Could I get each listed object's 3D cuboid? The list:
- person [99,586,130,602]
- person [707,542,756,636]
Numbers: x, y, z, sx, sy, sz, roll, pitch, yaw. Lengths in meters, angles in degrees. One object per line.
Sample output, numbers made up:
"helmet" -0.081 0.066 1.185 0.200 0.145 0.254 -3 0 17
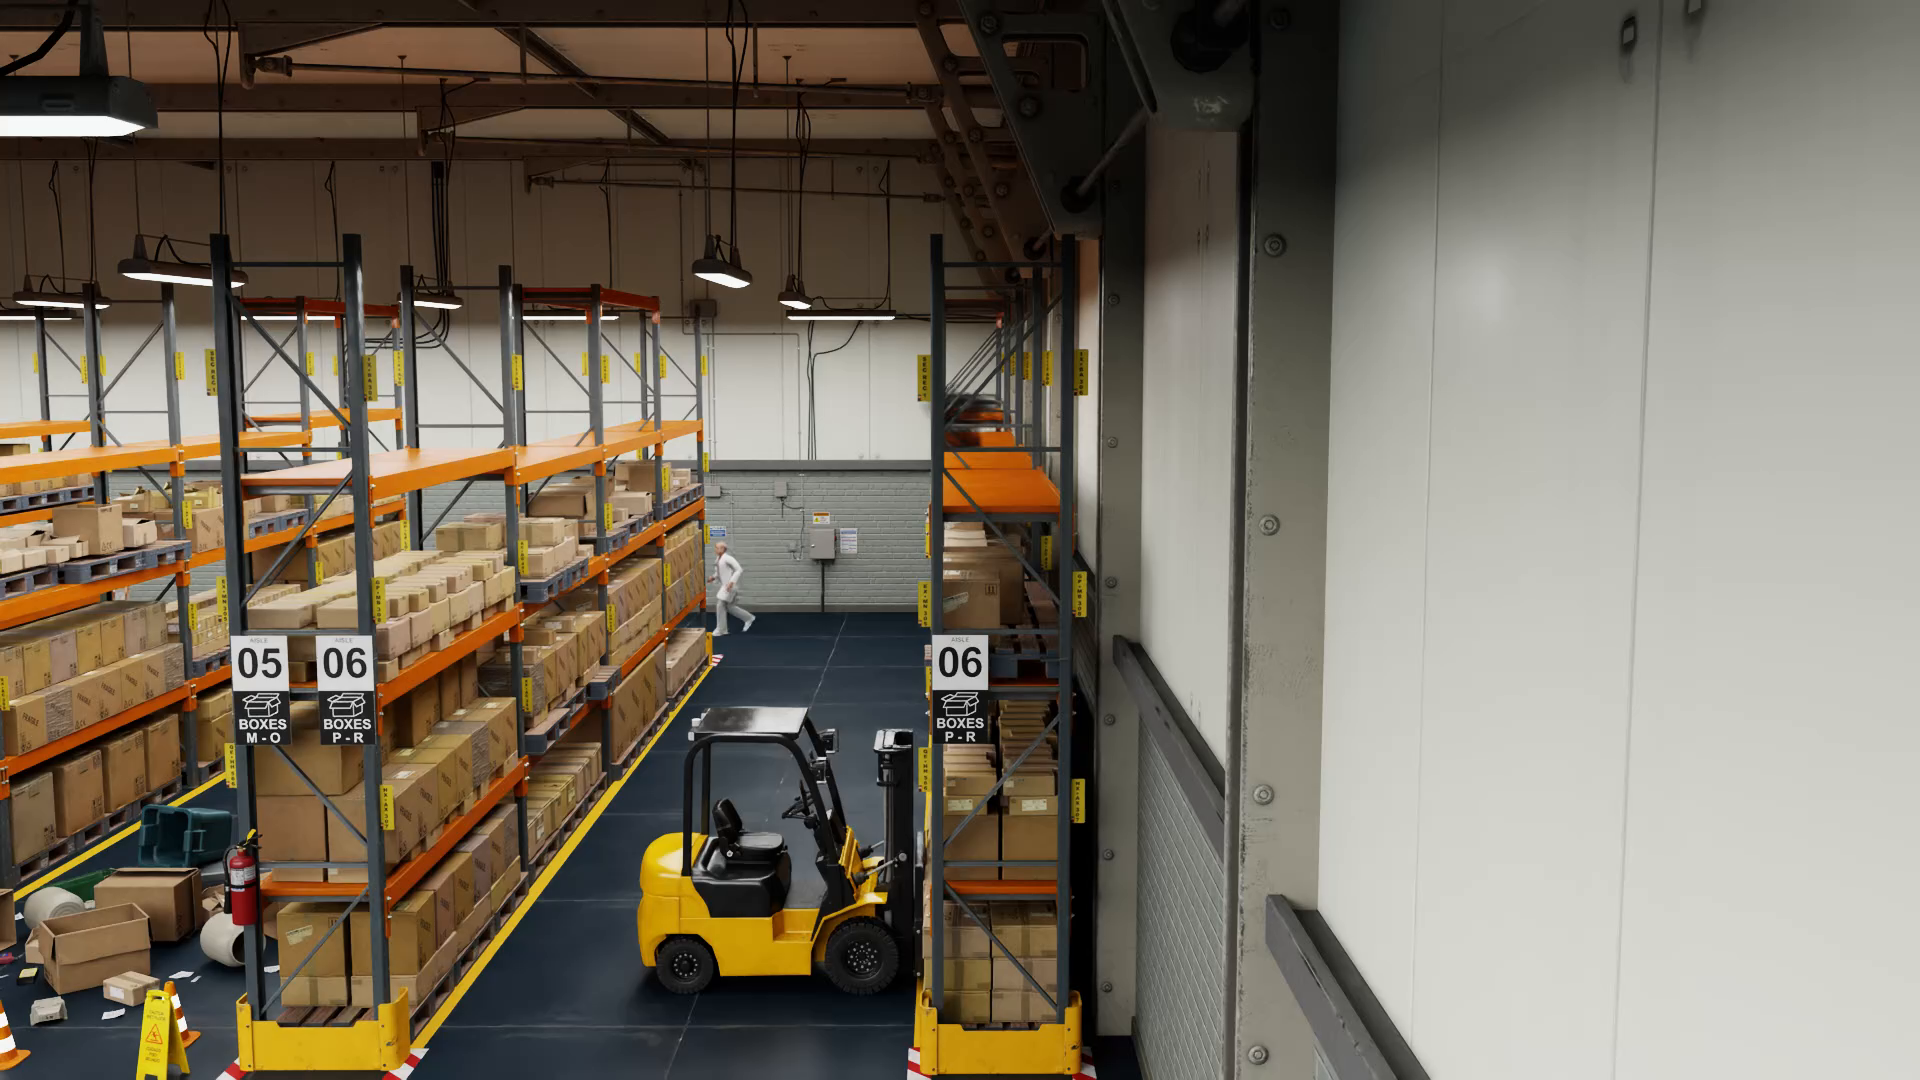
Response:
"person" -15.268 1.079 29.962 0.731 1.606 0.598 2 7 17
"person" -4.264 0.892 30.904 0.880 1.741 0.693 -3 7 -25
